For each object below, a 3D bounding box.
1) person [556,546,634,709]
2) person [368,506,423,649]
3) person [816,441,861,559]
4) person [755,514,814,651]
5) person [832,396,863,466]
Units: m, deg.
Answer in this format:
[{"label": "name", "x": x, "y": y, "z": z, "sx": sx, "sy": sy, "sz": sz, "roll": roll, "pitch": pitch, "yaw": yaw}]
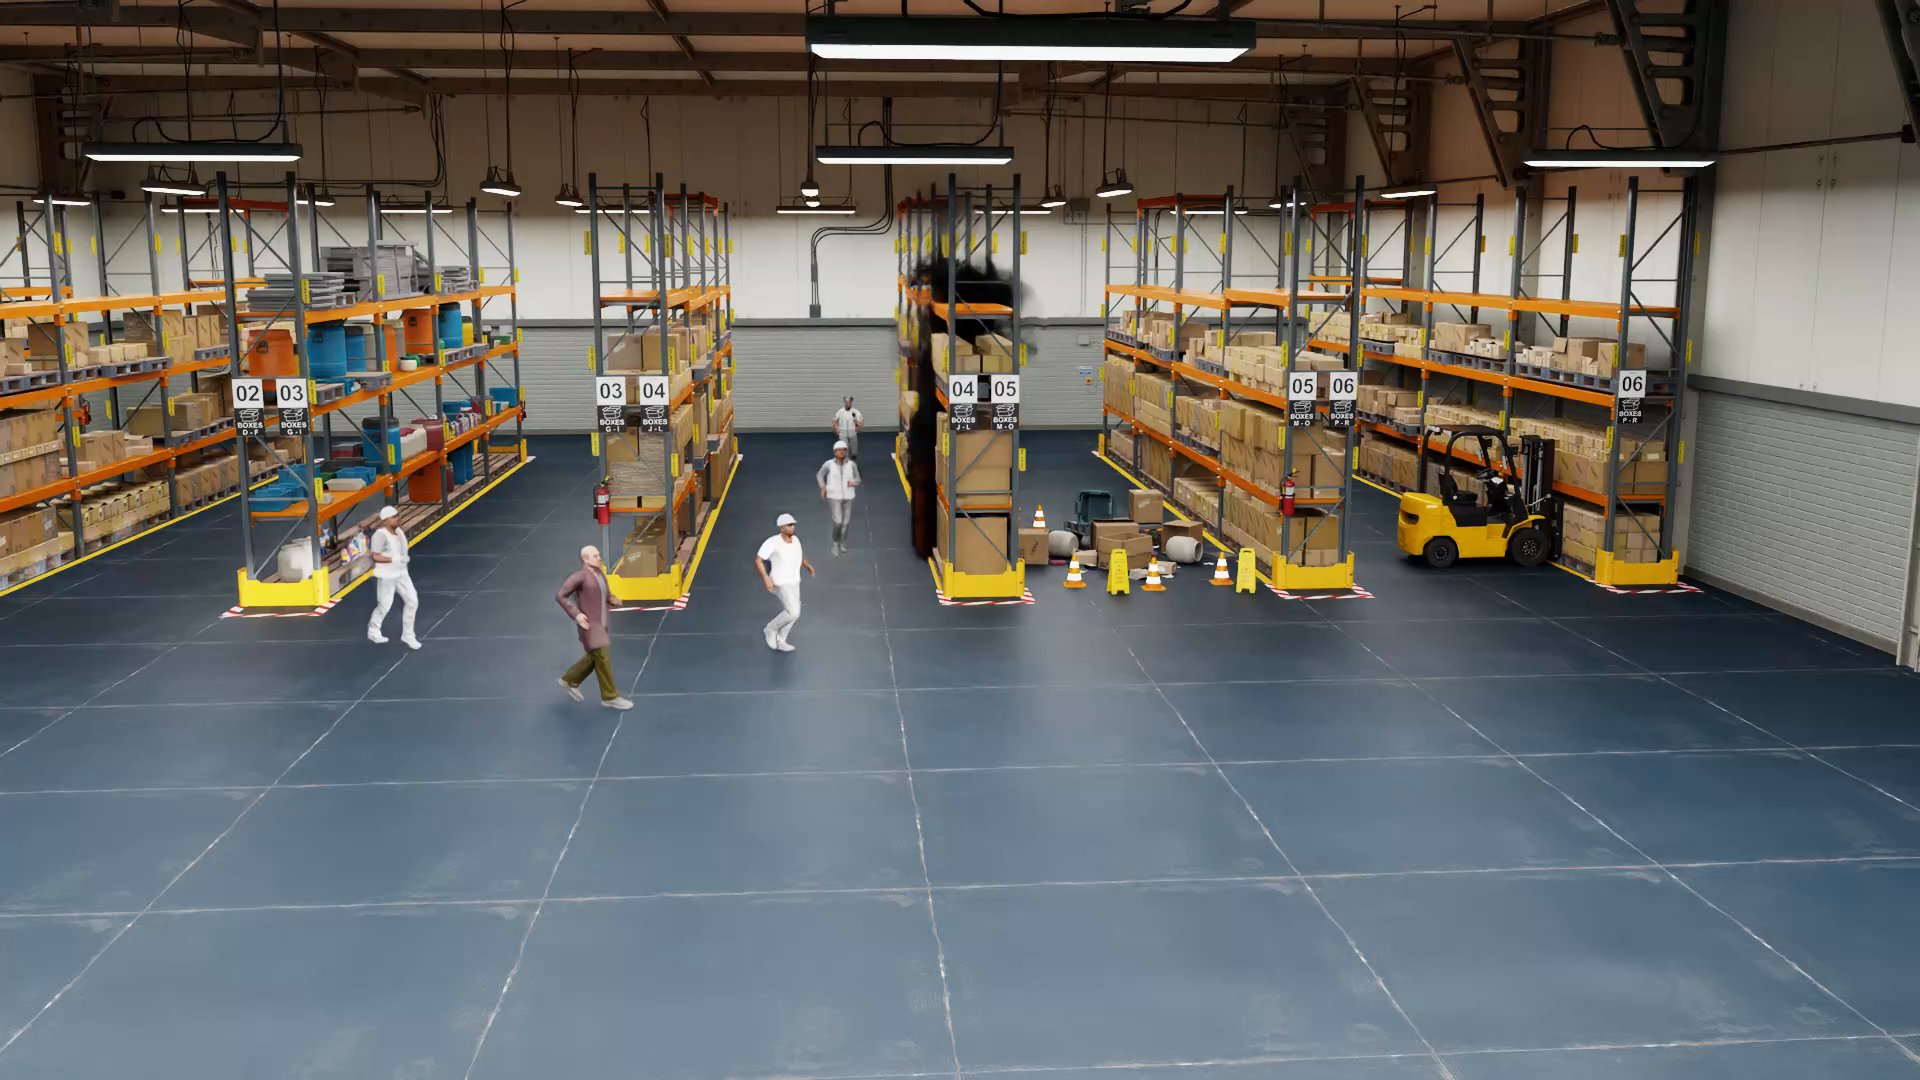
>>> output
[{"label": "person", "x": -4.005, "y": 0.936, "z": 18.138, "sx": 0.962, "sy": 1.768, "sz": 0.715, "roll": 3, "pitch": 10, "yaw": 16}, {"label": "person", "x": -7.135, "y": 0.487, "z": 20.857, "sx": 0.790, "sy": 1.838, "sz": 0.661, "roll": 4, "pitch": 11, "yaw": 22}, {"label": "person", "x": -1.831, "y": -0.616, "z": 25.553, "sx": 0.639, "sy": 1.812, "sz": 0.667, "roll": -3, "pitch": 11, "yaw": -18}, {"label": "person", "x": -2.131, "y": 0.533, "z": 20.703, "sx": 0.571, "sy": 1.731, "sz": 0.707, "roll": 6, "pitch": 12, "yaw": 31}, {"label": "person", "x": -2.488, "y": -2.341, "z": 36.954, "sx": 0.693, "sy": 1.742, "sz": 0.707, "roll": 0, "pitch": 10, "yaw": -3}]
